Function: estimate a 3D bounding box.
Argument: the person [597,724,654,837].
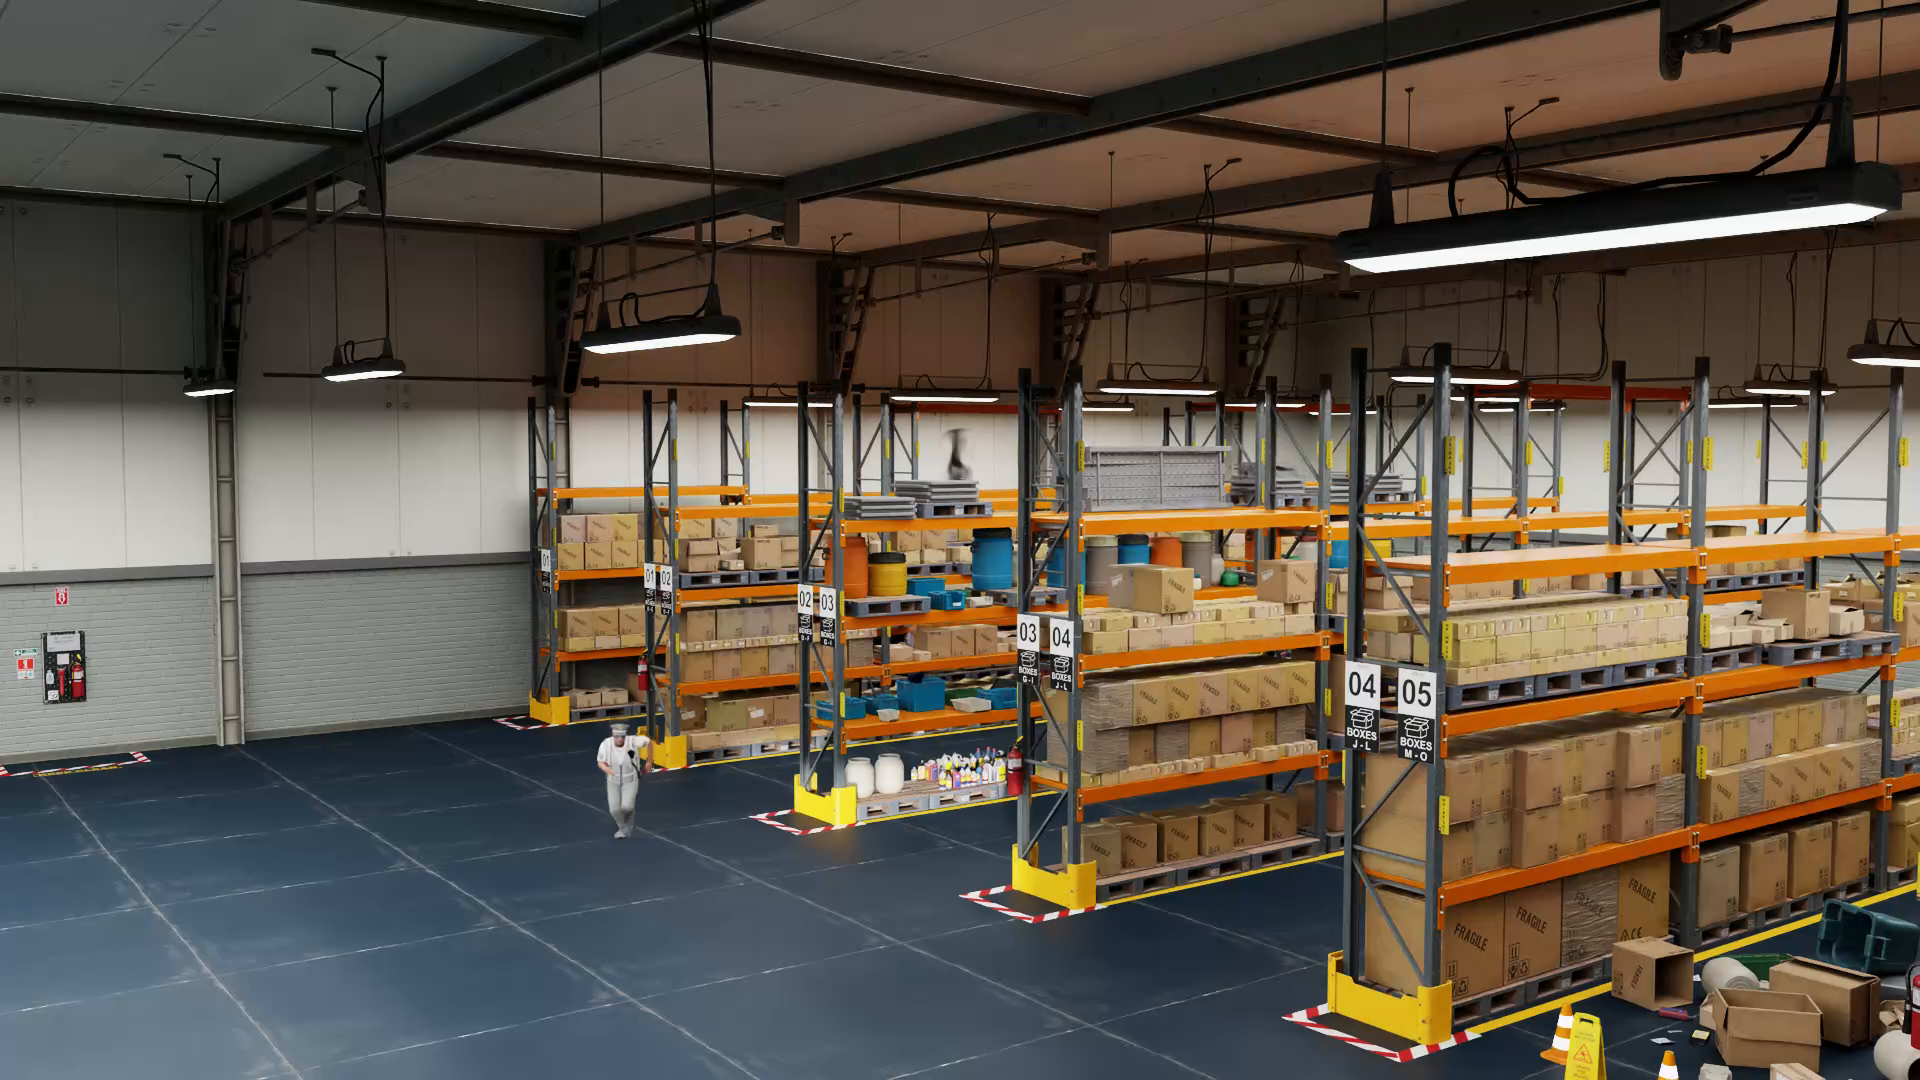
[{"bbox_3d":[-4.305,3.107,21.422,0.700,1.579,0.911,0,3,-5],"label":"person"}]

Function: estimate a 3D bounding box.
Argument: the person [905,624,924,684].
[{"bbox_3d":[-0.794,2.433,32.747,0.836,1.712,0.587,-3,5,-44],"label":"person"}]
